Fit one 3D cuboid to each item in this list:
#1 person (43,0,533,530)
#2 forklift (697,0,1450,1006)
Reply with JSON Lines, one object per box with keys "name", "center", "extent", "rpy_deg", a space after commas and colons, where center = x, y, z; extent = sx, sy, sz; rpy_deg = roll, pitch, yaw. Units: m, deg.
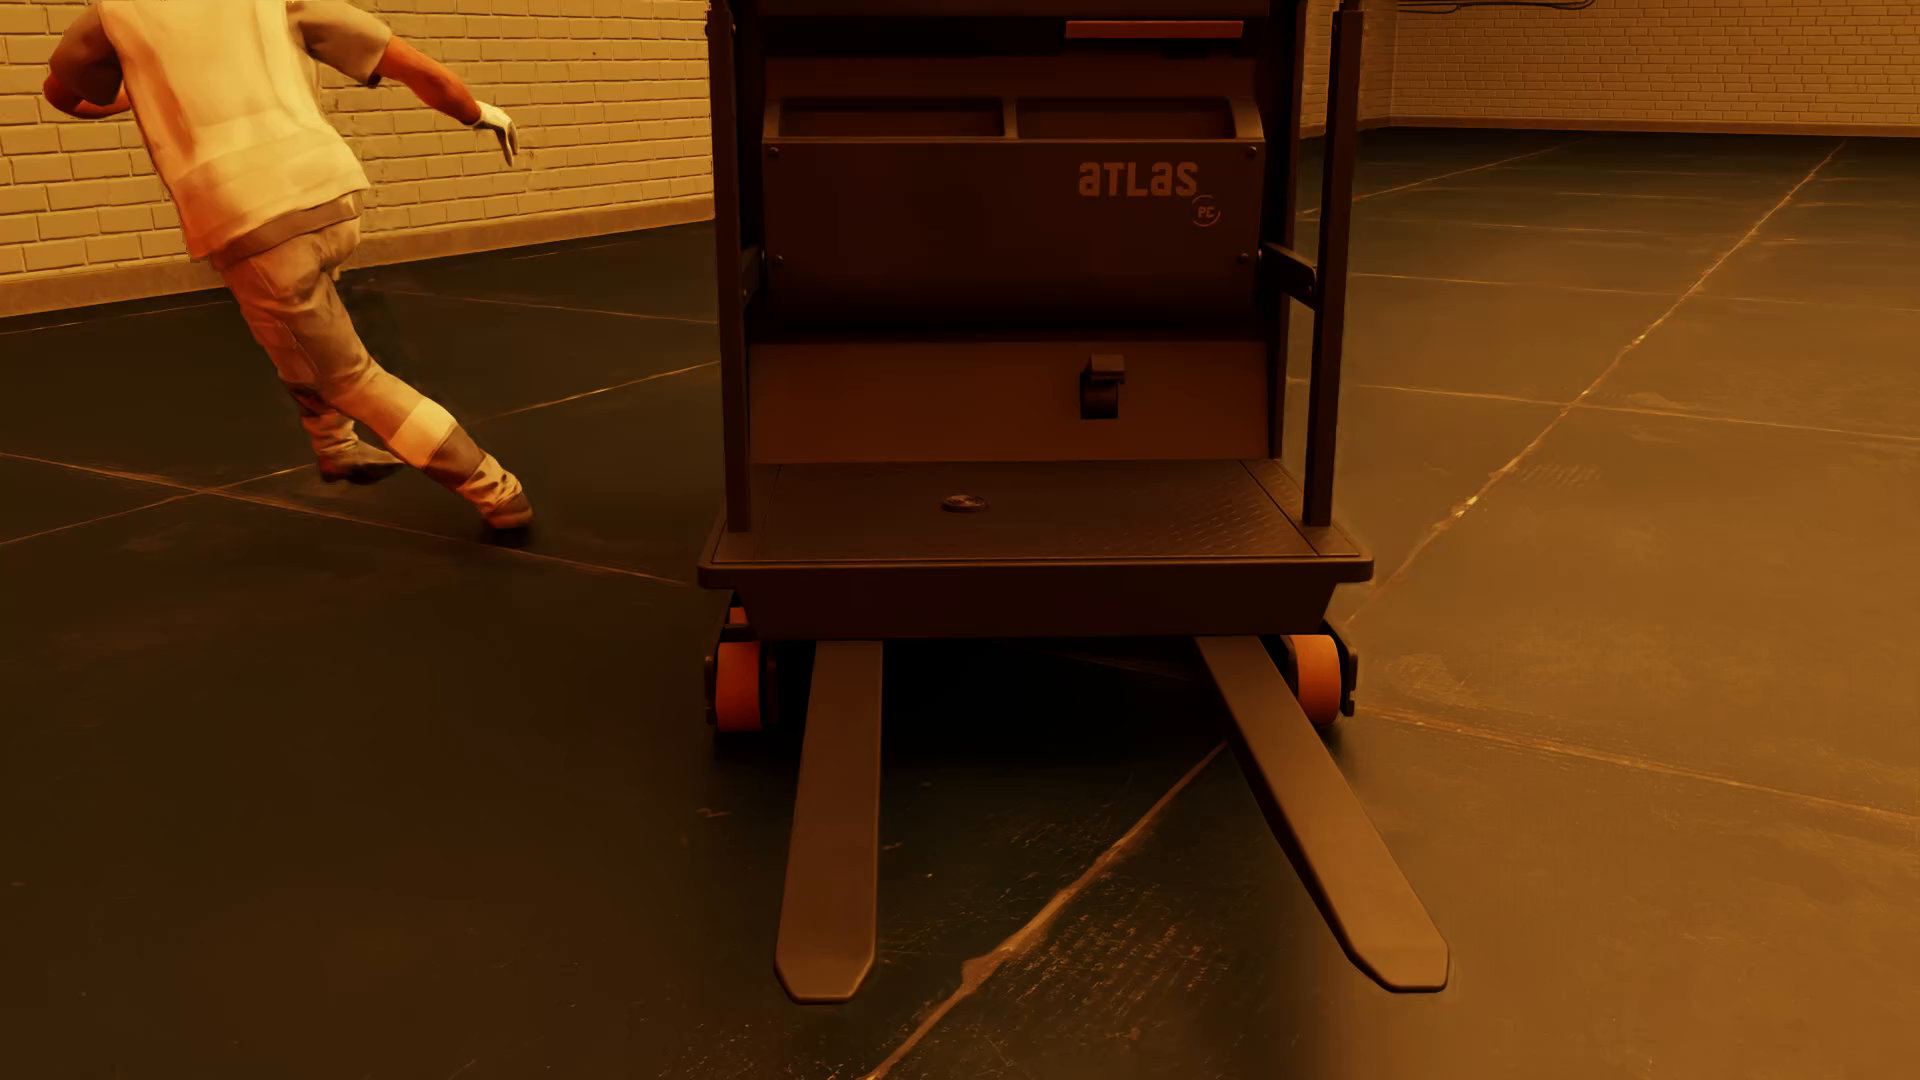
{"name": "person", "center": [-1.543, -0.784, 3.940], "extent": [1.004, 1.530, 0.901], "rpy_deg": [-10, 19, -31]}
{"name": "forklift", "center": [0.109, -1.159, 2.788], "extent": [1.130, 2.935, 3.031], "rpy_deg": [-1, 16, -2]}
